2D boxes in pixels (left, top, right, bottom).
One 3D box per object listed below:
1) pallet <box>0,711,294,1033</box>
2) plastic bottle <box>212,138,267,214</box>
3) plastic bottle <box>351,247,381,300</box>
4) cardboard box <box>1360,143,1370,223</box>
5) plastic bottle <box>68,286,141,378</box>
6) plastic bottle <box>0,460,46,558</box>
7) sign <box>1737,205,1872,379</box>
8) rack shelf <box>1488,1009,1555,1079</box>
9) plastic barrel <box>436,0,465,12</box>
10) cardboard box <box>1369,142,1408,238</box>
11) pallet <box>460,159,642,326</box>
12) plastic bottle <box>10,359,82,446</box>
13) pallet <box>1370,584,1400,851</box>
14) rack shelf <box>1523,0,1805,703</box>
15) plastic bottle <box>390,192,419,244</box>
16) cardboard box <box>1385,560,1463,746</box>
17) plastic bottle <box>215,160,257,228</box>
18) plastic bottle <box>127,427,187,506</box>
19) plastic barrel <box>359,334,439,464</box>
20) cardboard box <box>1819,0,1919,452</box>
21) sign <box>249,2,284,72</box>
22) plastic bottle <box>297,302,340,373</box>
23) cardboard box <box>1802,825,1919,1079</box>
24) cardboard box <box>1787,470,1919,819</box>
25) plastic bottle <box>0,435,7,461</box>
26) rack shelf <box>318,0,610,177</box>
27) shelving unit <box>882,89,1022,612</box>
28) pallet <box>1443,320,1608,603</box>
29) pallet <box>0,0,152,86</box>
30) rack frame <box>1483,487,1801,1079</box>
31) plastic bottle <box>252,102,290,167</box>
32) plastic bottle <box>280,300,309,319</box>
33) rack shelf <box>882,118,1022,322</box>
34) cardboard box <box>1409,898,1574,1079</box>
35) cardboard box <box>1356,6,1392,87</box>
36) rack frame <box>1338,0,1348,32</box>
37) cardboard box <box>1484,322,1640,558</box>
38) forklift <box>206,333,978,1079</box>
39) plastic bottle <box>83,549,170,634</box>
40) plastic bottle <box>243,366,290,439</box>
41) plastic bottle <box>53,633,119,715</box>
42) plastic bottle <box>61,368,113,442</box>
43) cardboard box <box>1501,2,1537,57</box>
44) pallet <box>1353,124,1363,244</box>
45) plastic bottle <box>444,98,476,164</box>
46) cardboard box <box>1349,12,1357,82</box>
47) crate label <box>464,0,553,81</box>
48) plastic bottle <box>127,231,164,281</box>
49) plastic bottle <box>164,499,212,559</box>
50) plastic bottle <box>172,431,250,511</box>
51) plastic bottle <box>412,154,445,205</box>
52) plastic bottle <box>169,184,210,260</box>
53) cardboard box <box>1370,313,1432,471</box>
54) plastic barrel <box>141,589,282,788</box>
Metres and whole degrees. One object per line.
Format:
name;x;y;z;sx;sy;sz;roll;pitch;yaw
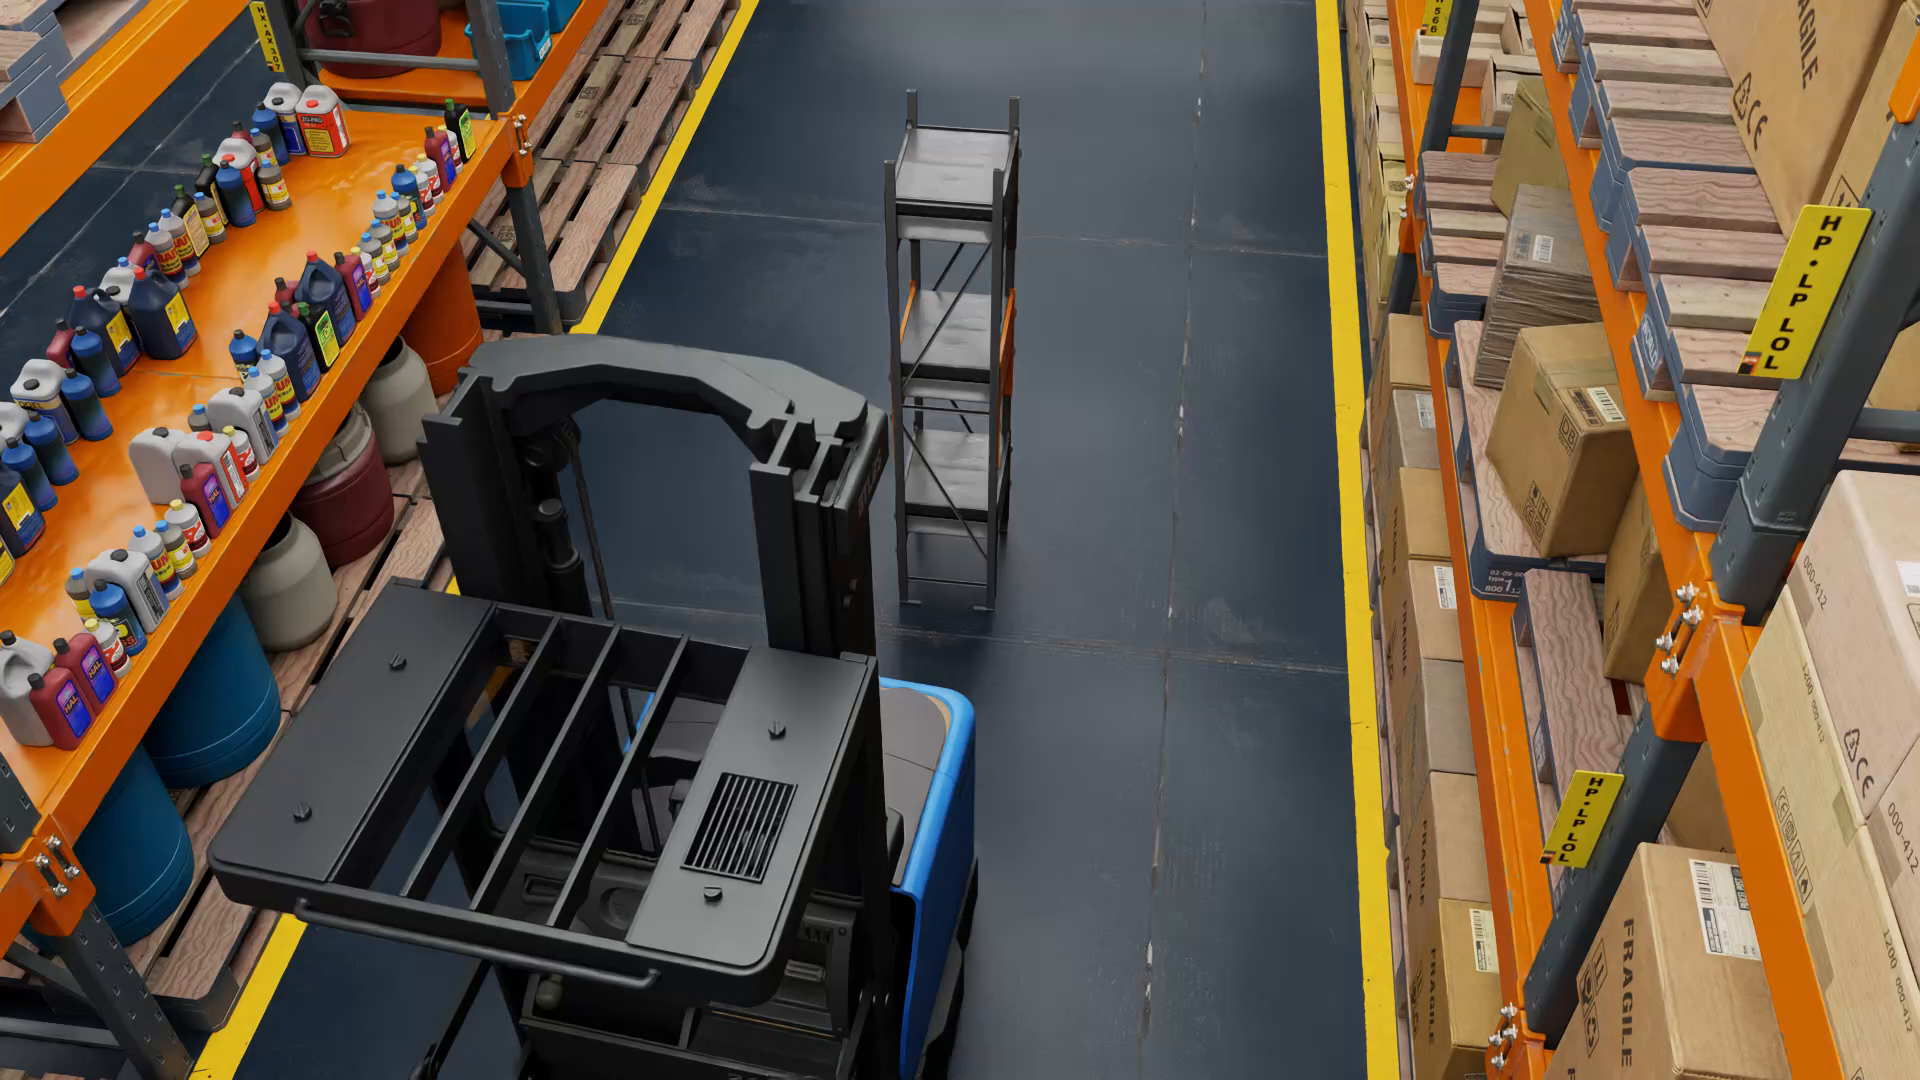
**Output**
pallet;-2.870;1.114;5.942;1.003;0.211;1.213;5;44;6
plastic bottle;-2.923;-1.476;6.740;0.152;0.276;0.135;5;44;6
plastic bottle;-2.269;-1.017;6.309;0.097;0.201;0.097;0;43;0
cardboard box;2.387;-1.878;8.769;0.500;0.250;0.500;6;44;6
plastic bottle;-3.070;-0.765;5.934;0.144;0.351;0.185;5;44;6
plastic bottle;-3.049;-0.127;5.261;0.144;0.351;0.185;5;44;6
sign;1.345;-0.391;2.660;0.100;0.325;0.005;5;44;6
rack shelf;1.632;2.701;2.761;1.077;0.370;4.000;5;44;6
plastic barrel;-2.560;-2.863;8.033;0.421;0.512;0.421;0;43;0
cardboard box;2.312;-1.741;8.216;0.500;0.311;0.500;5;44;5
pallet;-2.344;-1.614;8.823;1.003;0.211;1.213;5;44;6
plastic bottle;-3.118;-0.472;5.679;0.152;0.276;0.135;5;44;6
pallet;2.125;0.698;6.382;1.003;0.211;1.213;5;44;6
rack shelf;2.161;-1.114;4.609;1.077;0.370;4.000;5;44;6
plastic bottle;-2.218;-1.282;6.589;0.097;0.201;0.097;0;43;0
cardboard box;1.883;0.438;6.126;0.500;0.500;0.500;4;44;4
plastic bottle;-2.905;-1.393;6.655;0.097;0.271;0.097;0;43;0
plastic bottle;-2.603;-0.257;5.452;0.152;0.276;0.135;5;44;6
plastic barrel;-2.518;-0.623;7.253;0.421;0.512;0.421;0;43;0
cardboard box;2.036;-0.574;3.064;0.600;0.600;0.600;1;43;2
sign;-3.031;-2.207;7.302;0.100;0.325;0.005;5;44;6
plastic bottle;-2.308;-0.750;5.967;0.061;0.283;0.133;5;44;6
cardboard box;1.516;0.691;2.288;0.500;0.250;0.500;5;44;6
cardboard box;1.586;0.169;2.476;0.500;0.250;0.500;5;44;6
plastic bottle;-3.167;-0.222;5.415;0.152;0.276;0.135;5;44;6
rack shelf;-2.220;-3.204;8.998;1.077;0.370;4.000;5;44;6
shelving unit;-0.022;-0.650;6.431;0.431;2.100;0.503;5;44;6
pallet;2.172;-0.254;5.498;1.003;0.211;1.213;5;44;6
pallet;-2.860;-1.713;4.855;1.003;0.211;1.213;5;44;6
rack frame;1.896;1.077;3.953;1.000;3.000;0.127;5;44;6
plastic bottle;-2.905;-1.713;6.994;0.097;0.271;0.097;0;43;0
plastic bottle;-2.369;-0.755;5.973;0.061;0.283;0.133;5;44;6
rack shelf;-0.022;-1.148;5.959;0.431;0.518;0.480;5;44;6
cardboard box;1.677;1.462;5.044;0.500;0.500;0.500;5;44;5
cardboard box;2.514;-2.781;9.314;0.500;0.311;0.500;4;44;4
rack frame;2.954;-4.376;9.712;1.000;3.000;0.127;5;44;6
cardboard box;2.068;-0.322;5.052;0.700;0.500;0.500;-5;44;-5
forklift;-0.762;1.108;3.970;1.130;2.935;3.031;9;44;9
plastic bottle;-2.526;0.139;5.034;0.152;0.276;0.135;5;44;6
plastic bottle;-2.379;-0.476;5.687;0.097;0.271;0.097;0;43;0
plastic bottle;-2.524;0.364;4.791;0.061;0.283;0.133;5;44;6
plastic bottle;-2.992;-0.471;5.682;0.097;0.271;0.097;0;43;0
cardboard box;2.735;-2.209;7.488;0.500;0.311;0.500;5;44;5
pallet;2.736;-2.023;9.256;1.003;0.211;1.213;5;44;6
plastic bottle;-2.115;-1.745;7.019;0.061;0.283;0.133;5;44;6
cardboard box;2.586;-2.929;9.878;0.500;0.250;0.500;6;44;7
crate label;-2.057;-2.294;7.636;0.303;0.233;0.416;5;44;6
plastic bottle;-3.060;-1.011;6.243;0.061;0.283;0.133;5;44;6
plastic bottle;-2.458;-0.043;5.281;0.097;0.201;0.097;0;43;0
plastic bottle;-2.452;-0.243;5.437;0.152;0.276;0.135;5;44;6
plastic bottle;-2.179;-1.481;6.800;0.097;0.201;0.097;0;43;0
plastic bottle;-3.017;-1.235;6.479;0.061;0.283;0.133;5;44;6
cardboard box;2.081;-0.617;7.241;0.500;0.500;0.500;7;44;7
plastic barrel;-2.831;0.382;5.908;0.600;0.901;0.708;5;44;6
